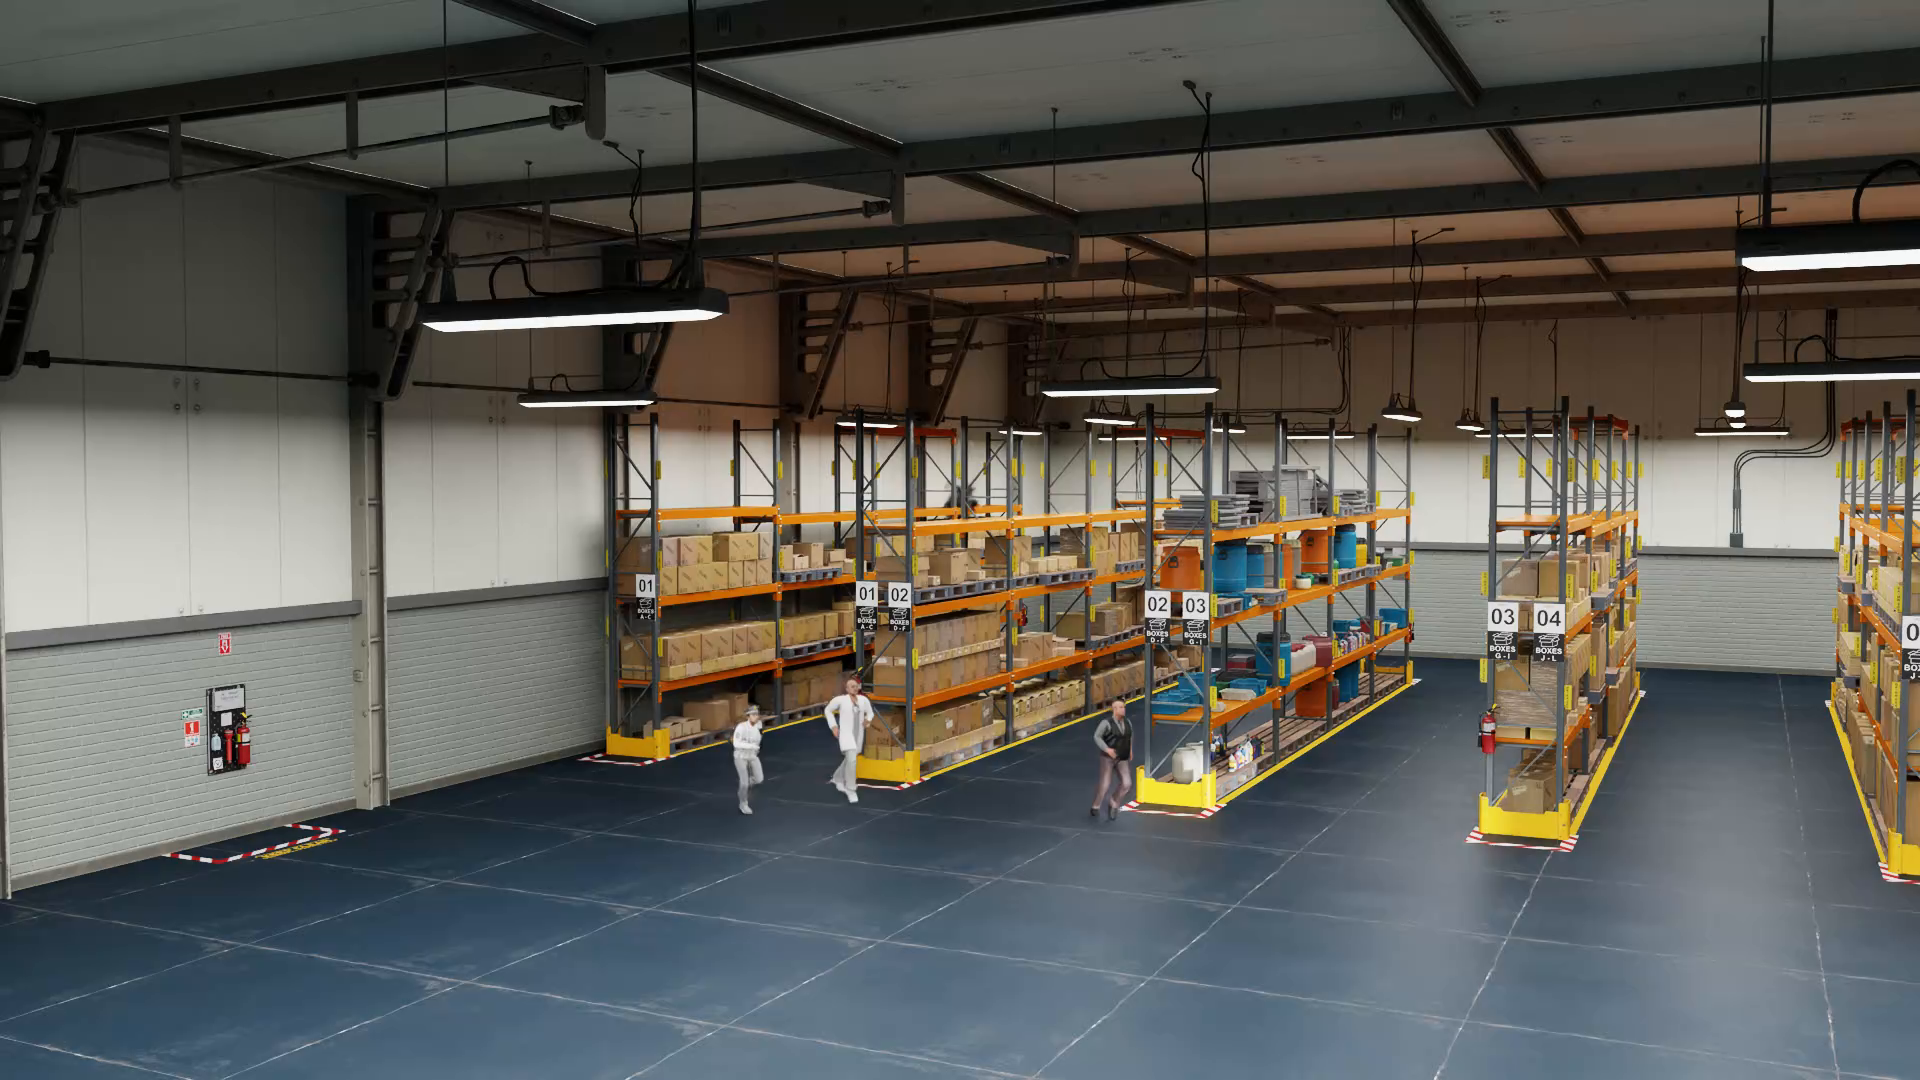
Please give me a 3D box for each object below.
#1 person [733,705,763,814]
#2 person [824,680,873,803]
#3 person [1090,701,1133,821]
[{"bbox_3d":[-3.040,3.187,24.156,0.596,1.628,0.660,-2,3,-36],"label":"person"},{"bbox_3d":[-1.683,3.041,25.456,0.696,1.829,0.914,-2,3,-36],"label":"person"},{"bbox_3d":[2.246,3.157,23.857,0.710,1.692,0.650,-1,3,-21],"label":"person"}]
